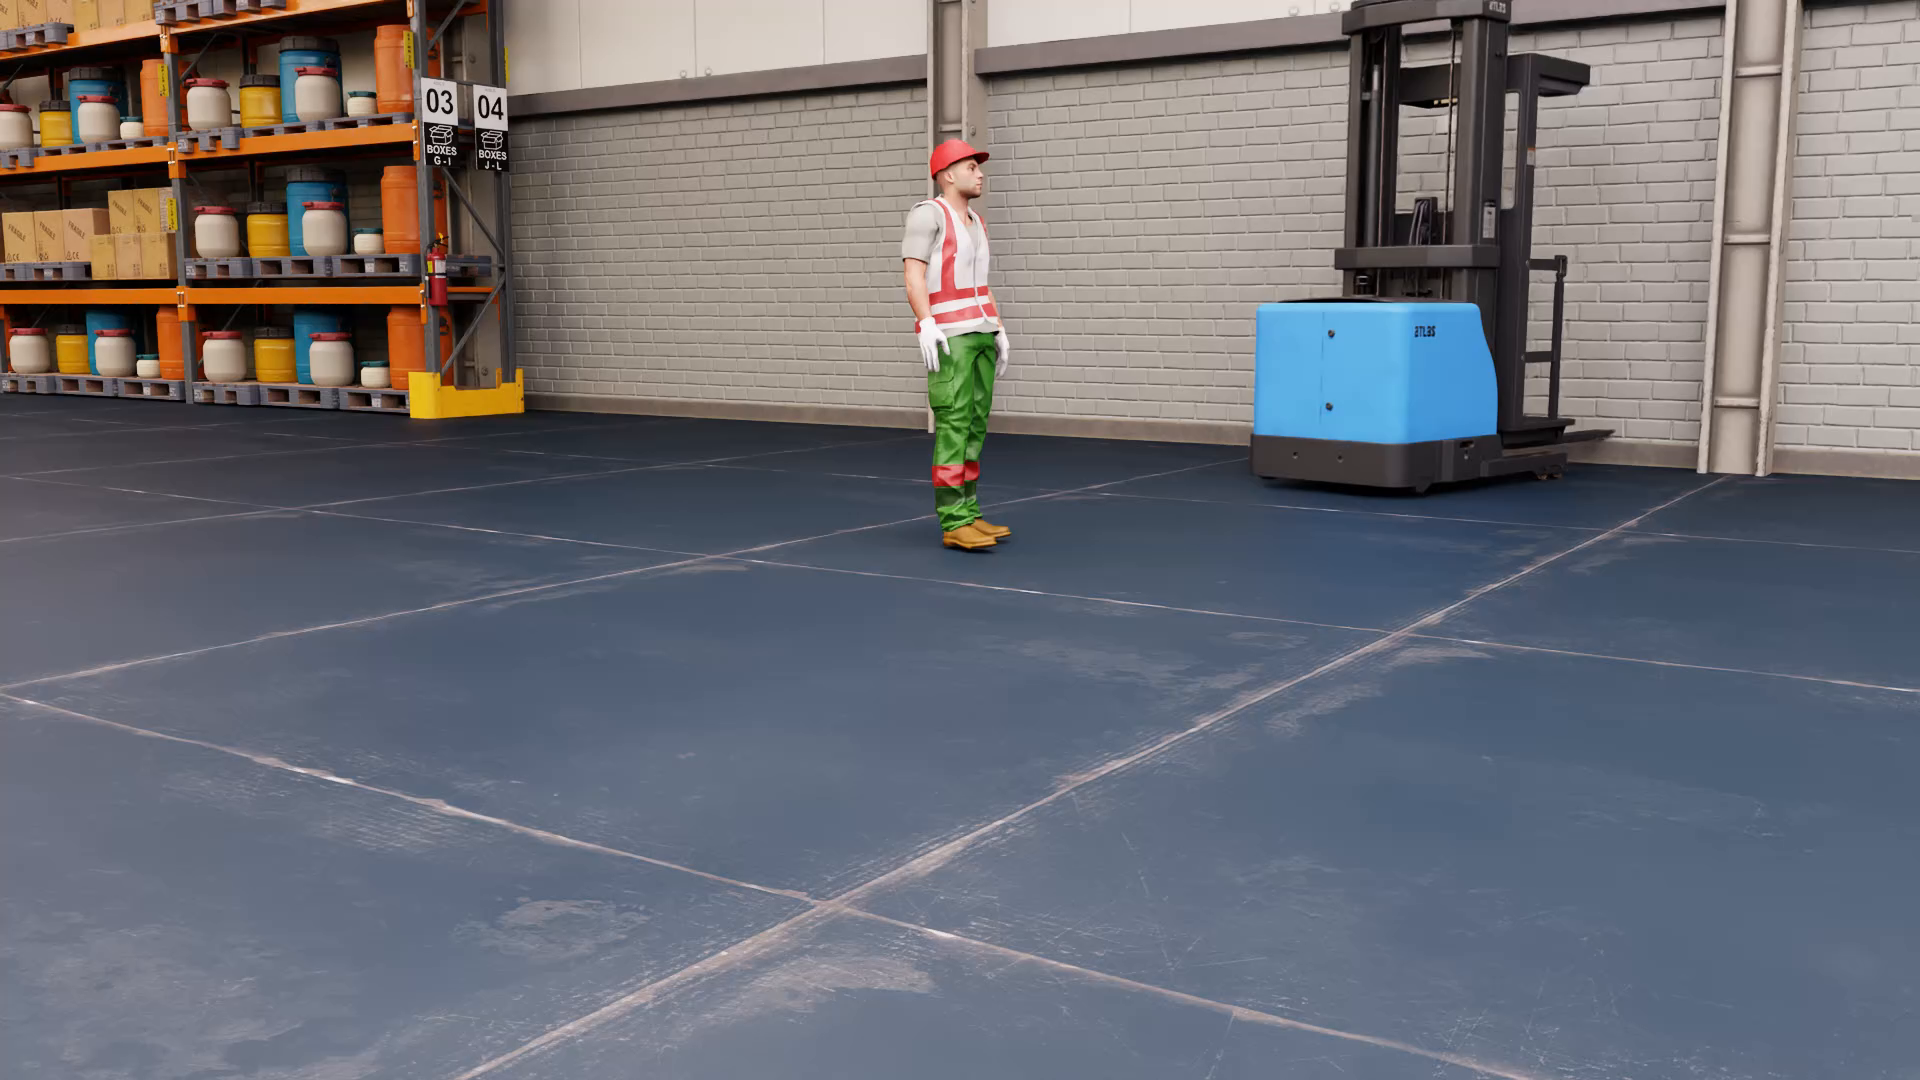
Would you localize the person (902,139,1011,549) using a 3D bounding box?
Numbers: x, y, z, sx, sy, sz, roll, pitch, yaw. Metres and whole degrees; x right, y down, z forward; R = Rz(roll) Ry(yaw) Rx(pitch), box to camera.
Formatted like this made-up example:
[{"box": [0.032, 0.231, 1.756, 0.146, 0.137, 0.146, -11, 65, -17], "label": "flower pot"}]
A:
[{"box": [0.060, -0.885, 7.422, 0.562, 1.790, 0.637, 5, 10, 34], "label": "person"}]

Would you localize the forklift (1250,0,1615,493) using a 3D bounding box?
[{"box": [3.124, -1.860, 10.274, 3.031, 2.935, 1.130, -8, 11, -43], "label": "forklift"}]
